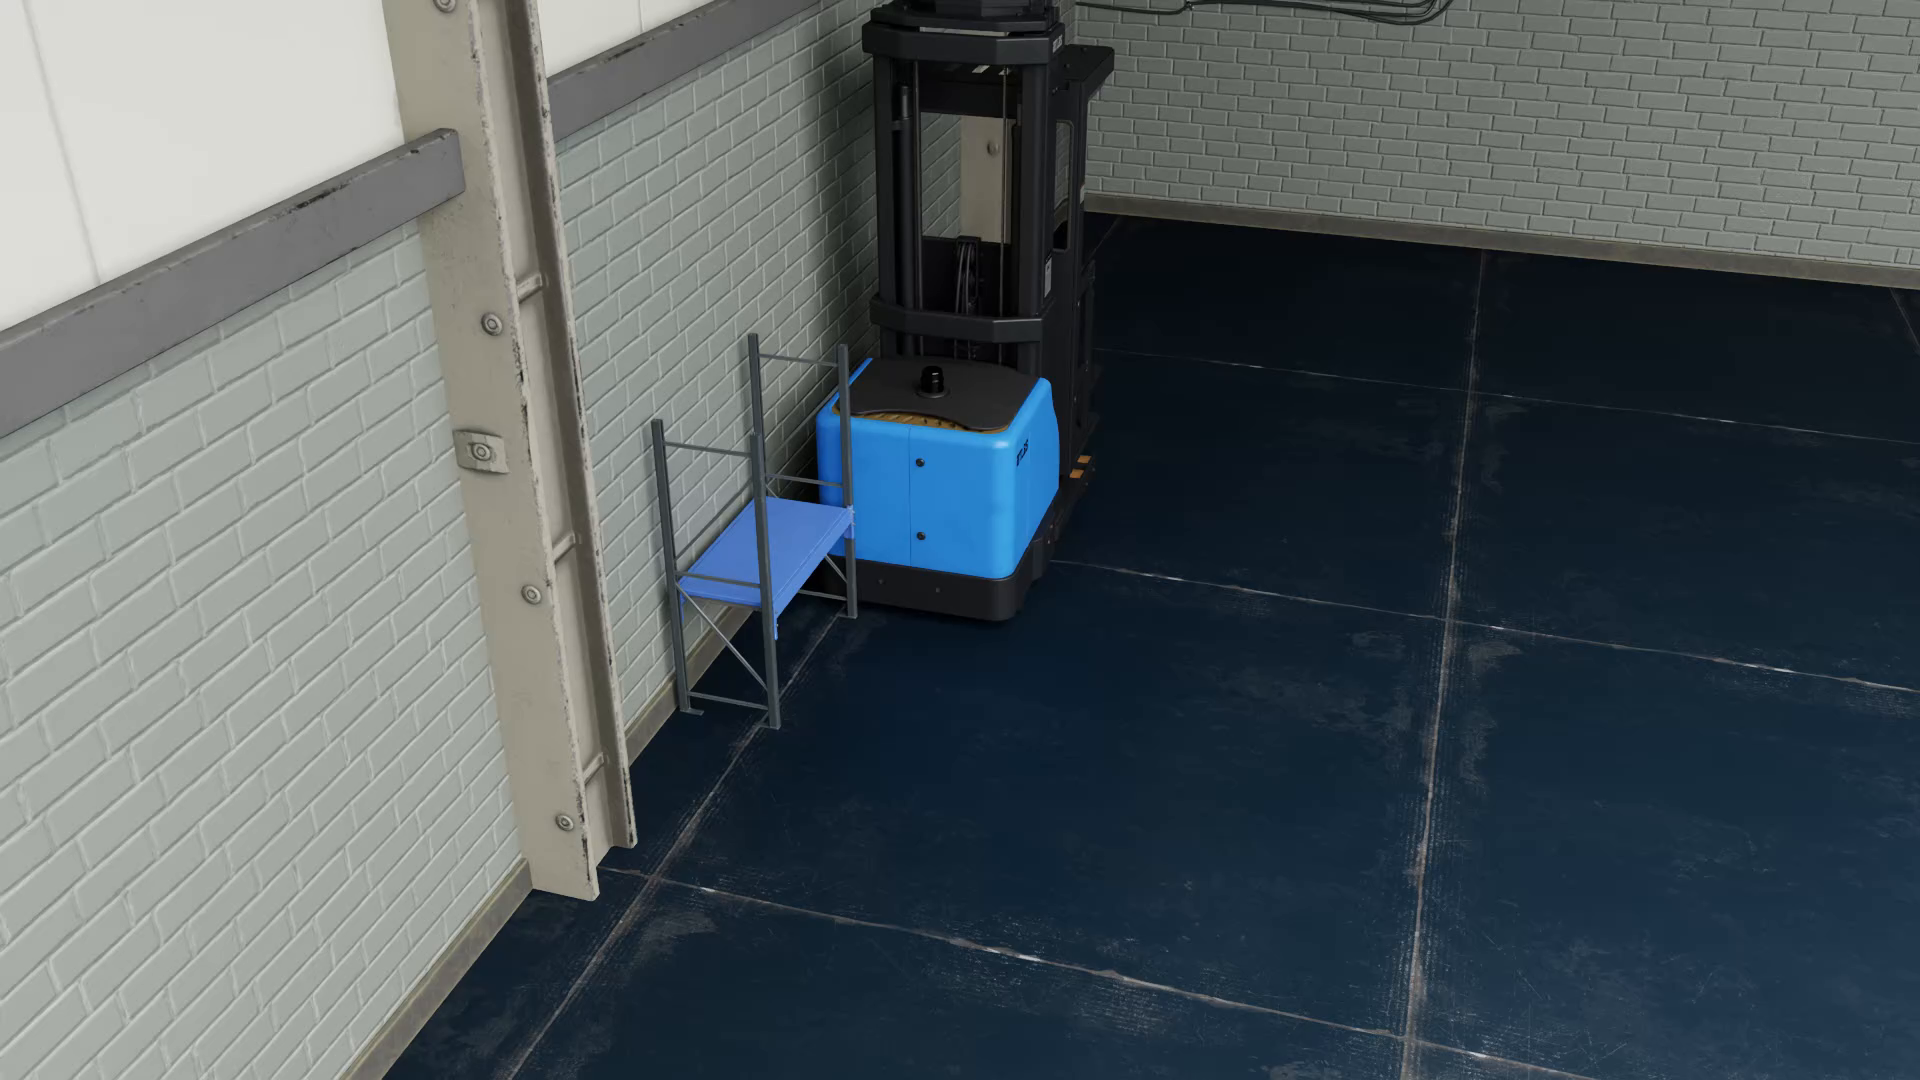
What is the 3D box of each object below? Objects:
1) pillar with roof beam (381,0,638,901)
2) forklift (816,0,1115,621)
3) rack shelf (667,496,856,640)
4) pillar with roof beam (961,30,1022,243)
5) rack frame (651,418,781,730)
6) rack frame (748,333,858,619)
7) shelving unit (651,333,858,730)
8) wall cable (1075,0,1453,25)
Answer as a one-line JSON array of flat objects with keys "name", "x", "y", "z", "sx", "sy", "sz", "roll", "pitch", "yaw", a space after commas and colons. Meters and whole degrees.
[{"name": "pillar with roof beam", "x": 2.560, "y": -1.987, "z": 3.564, "sx": 9.100, "sy": 9.000, "sz": 0.400, "roll": 8, "pitch": 30, "yaw": 15}, {"name": "forklift", "x": 0.178, "y": -1.575, "z": 9.065, "sx": 1.130, "sy": 2.935, "sz": 3.031, "roll": 8, "pitch": 30, "yaw": 14}, {"name": "rack shelf", "x": -0.921, "y": 0.101, "z": 7.896, "sx": 0.538, "sy": 0.185, "sz": 1.000, "roll": 9, "pitch": 30, "yaw": 15}, {"name": "pillar with roof beam", "x": 4.321, "y": -4.775, "z": 8.577, "sx": 9.100, "sy": 9.000, "sz": 0.400, "roll": 8, "pitch": 30, "yaw": 15}, {"name": "rack frame", "x": -1.073, "y": 0.179, "z": 7.385, "sx": 0.500, "sy": 1.500, "sz": 0.032, "roll": 9, "pitch": 30, "yaw": 15}, {"name": "rack frame", "x": -0.769, "y": -0.292, "z": 8.233, "sx": 0.500, "sy": 1.500, "sz": 0.032, "roll": 9, "pitch": 30, "yaw": 15}, {"name": "shelving unit", "x": -0.921, "y": -0.056, "z": 7.809, "sx": 0.538, "sy": 1.500, "sz": 1.048, "roll": 9, "pitch": 30, "yaw": 15}, {"name": "wall cable", "x": 2.334, "y": -5.213, "z": 12.558, "sx": 3.097, "sy": 2.526, "sz": 0.112, "roll": 8, "pitch": 30, "yaw": 15}]
